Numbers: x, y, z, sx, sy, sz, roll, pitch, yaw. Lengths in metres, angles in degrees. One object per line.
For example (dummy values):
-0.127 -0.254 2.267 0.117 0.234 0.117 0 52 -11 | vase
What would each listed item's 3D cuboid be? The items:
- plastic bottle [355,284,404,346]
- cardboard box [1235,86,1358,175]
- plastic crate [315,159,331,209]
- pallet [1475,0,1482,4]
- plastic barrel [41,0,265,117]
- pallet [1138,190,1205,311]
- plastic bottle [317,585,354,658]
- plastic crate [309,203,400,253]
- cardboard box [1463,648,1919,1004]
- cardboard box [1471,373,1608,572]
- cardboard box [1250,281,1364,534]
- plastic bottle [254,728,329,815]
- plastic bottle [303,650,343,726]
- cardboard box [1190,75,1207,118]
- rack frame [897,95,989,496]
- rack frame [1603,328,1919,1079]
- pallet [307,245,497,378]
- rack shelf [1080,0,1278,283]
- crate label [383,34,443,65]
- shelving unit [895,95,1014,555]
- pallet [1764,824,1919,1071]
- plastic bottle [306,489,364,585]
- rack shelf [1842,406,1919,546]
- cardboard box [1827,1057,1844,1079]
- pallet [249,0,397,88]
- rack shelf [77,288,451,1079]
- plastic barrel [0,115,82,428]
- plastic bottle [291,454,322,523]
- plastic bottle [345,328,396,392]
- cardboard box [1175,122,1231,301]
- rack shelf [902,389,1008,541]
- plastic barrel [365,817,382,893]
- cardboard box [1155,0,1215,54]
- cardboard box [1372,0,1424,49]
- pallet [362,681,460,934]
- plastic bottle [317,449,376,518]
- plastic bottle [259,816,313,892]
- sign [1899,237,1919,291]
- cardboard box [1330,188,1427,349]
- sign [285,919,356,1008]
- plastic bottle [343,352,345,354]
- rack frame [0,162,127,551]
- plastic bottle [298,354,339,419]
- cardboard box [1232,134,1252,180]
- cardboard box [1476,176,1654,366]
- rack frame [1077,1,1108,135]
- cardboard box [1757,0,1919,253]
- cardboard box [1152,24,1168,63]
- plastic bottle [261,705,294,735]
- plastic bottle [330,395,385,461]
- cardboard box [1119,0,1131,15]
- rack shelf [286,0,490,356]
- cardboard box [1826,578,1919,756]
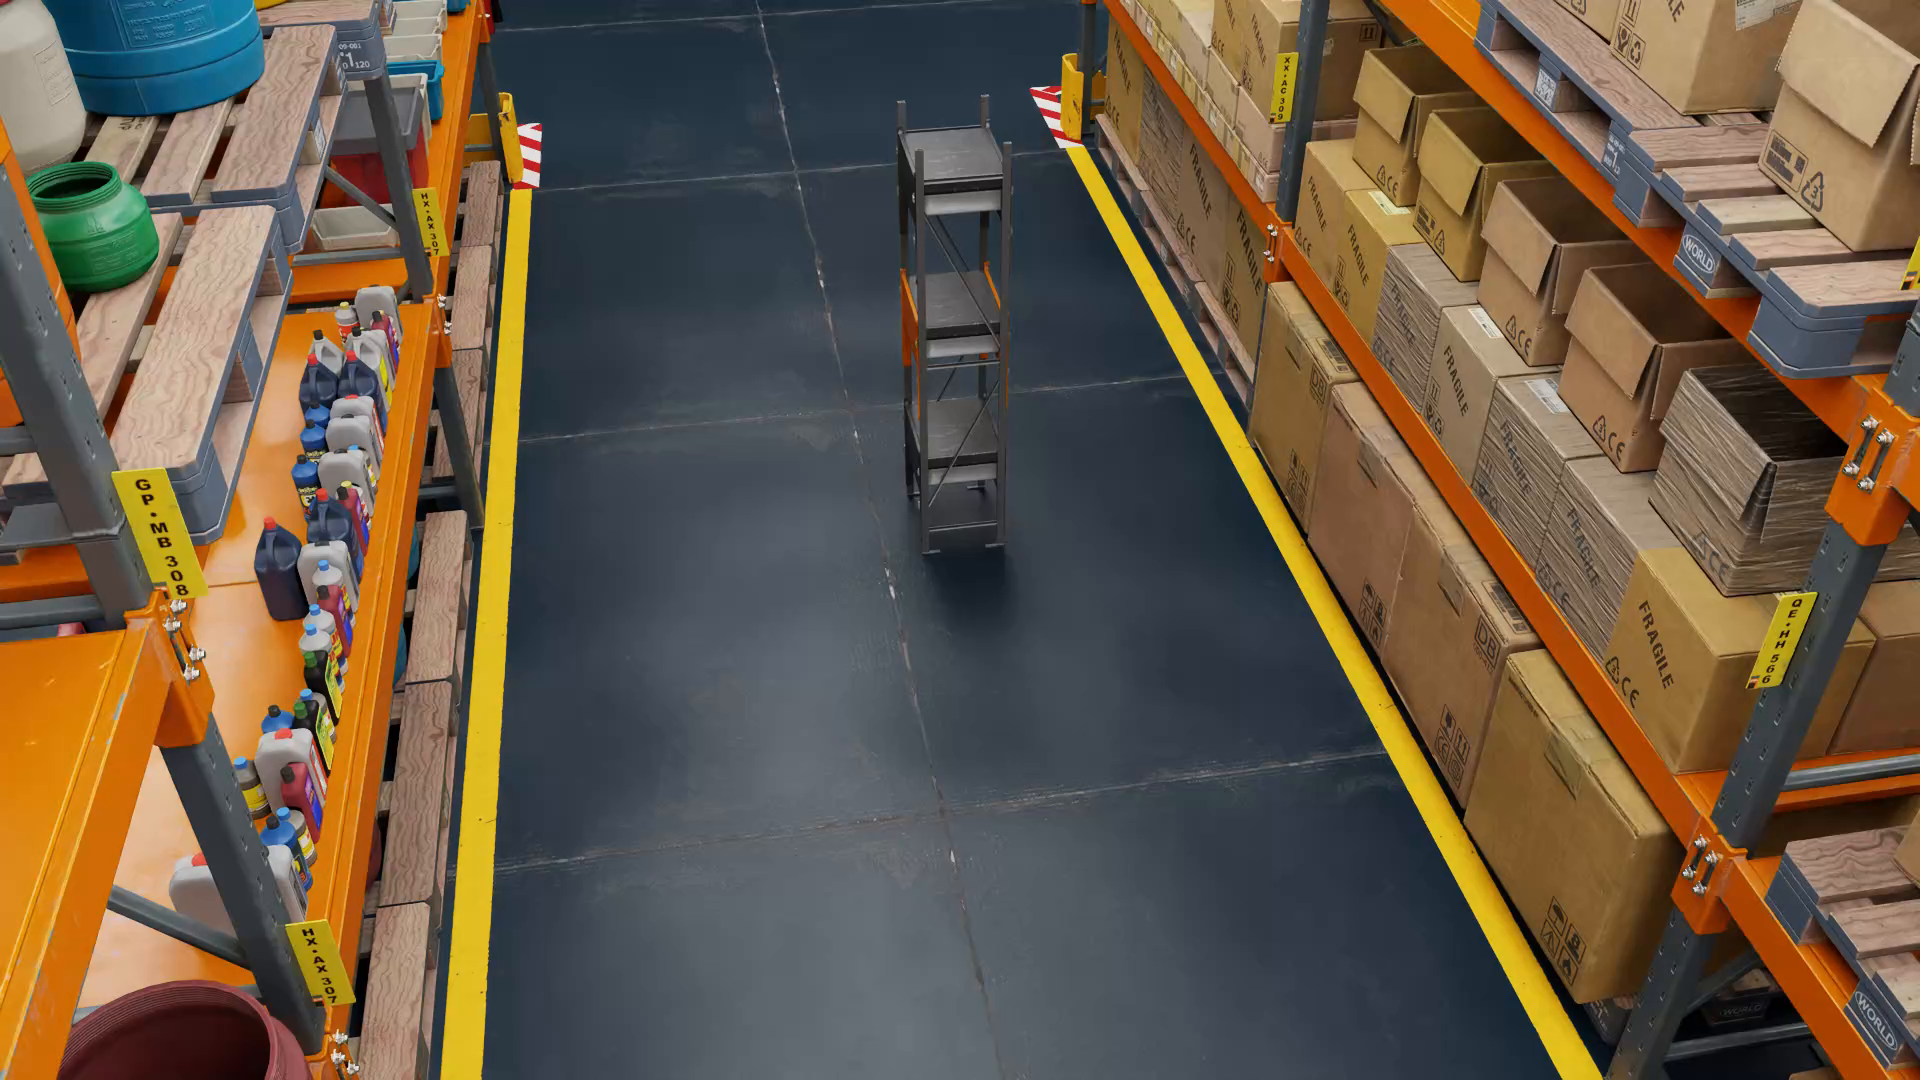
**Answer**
-2.465 -0.965 7.049 0.152 0.276 0.135 -6 38 -8 | plastic bottle
1.688 -2.047 8.220 0.500 0.250 0.500 -7 38 -9 | cardboard box
-3.313 -1.780 8.171 0.437 0.125 0.590 -6 38 -8 | plastic crate
2.233 -2.311 6.390 0.805 0.209 1.217 -8 39 -10 | pallet
-2.403 -1.752 4.764 0.600 0.901 0.708 -6 38 -8 | plastic barrel
1.750 -1.855 10.366 1.003 0.211 1.213 -6 38 -8 | pallet
-2.066 0.245 5.484 0.061 0.283 0.133 -6 38 -8 | plastic bottle
-2.793 -1.434 7.716 0.396 0.136 0.243 -6 38 -8 | plastic crate
2.625 0.920 5.911 1.225 0.875 0.875 -8 39 -10 | cardboard box
2.219 -0.260 5.959 0.500 0.500 0.500 -7 38 -9 | cardboard box
2.156 -0.693 7.986 1.225 0.875 0.875 -6 38 -8 | cardboard box
-1.990 0.672 4.941 0.152 0.276 0.135 -6 38 -8 | plastic bottle
-2.009 0.444 5.229 0.061 0.283 0.133 -6 38 -8 | plastic bottle
1.467 -2.422 9.027 0.380 0.149 0.250 -6 38 -7 | cardboard box
-0.072 -1.077 7.824 0.400 2.100 0.015 -6 38 -8 | rack frame
2.725 0.666 4.848 1.000 3.000 0.127 -6 38 -8 | rack frame
-3.237 -1.295 9.645 1.003 0.211 1.213 -6 38 -8 | pallet
1.673 -2.674 9.734 1.077 0.370 4.000 -6 38 -8 | rack shelf
-3.123 -2.738 9.395 0.396 0.136 0.243 -6 38 -8 | crate label
-0.029 -0.929 7.634 0.431 2.100 0.503 -6 38 -8 | shelving unit
2.955 1.160 4.368 1.213 0.211 1.003 -6 38 -8 | pallet
-2.176 -0.013 5.762 0.144 0.351 0.185 -6 38 -8 | plastic bottle
3.076 0.973 2.594 1.077 0.370 4.000 -6 38 -8 | rack shelf
2.872 1.584 4.733 0.500 0.250 0.500 -5 38 -6 | cardboard box
-2.619 -1.865 5.814 1.213 0.211 1.003 -6 38 -8 | pallet
-2.502 0.274 5.938 1.077 0.370 4.000 -6 38 -8 | rack shelf
-2.248 -0.665 3.423 0.600 0.830 0.708 -6 38 -8 | plastic barrel
-2.368 -0.192 6.057 0.097 0.271 0.097 0 38 0 | plastic bottle
-2.401 -0.745 6.765 0.152 0.276 0.135 -6 38 -8 | plastic bottle
1.829 -2.028 9.705 0.875 0.875 0.875 -6 38 -8 | cardboard box
-0.029 -0.366 8.072 0.431 0.518 0.480 -6 38 -8 | rack shelf
-2.452 1.009 6.029 0.600 0.588 0.708 -6 38 -8 | plastic barrel
1.420 -2.974 9.413 0.500 0.250 0.500 -7 38 -9 | cardboard box
2.192 -2.422 8.090 0.500 0.500 0.500 -6 38 -8 | cardboard box
-2.541 1.093 6.572 1.003 0.211 1.213 -6 38 -8 | pallet
-2.248 -0.219 6.088 0.152 0.276 0.135 -6 38 -8 | plastic bottle
-1.902 0.880 4.677 0.097 0.271 0.097 0 38 0 | plastic bottle
2.177 -0.700 3.674 0.100 0.325 0.005 -6 38 -8 | sign
1.947 -1.182 7.144 0.500 0.500 0.500 -6 38 -8 | cardboard box
-1.611 1.071 4.194 0.100 0.325 0.005 -6 38 -8 | sign
-2.521 -0.691 6.756 0.097 0.201 0.097 0 38 0 | plastic bottle
-2.151 -1.171 2.322 1.000 3.000 0.127 -6 38 -8 | rack frame
-2.479 -0.551 6.454 0.144 0.351 0.185 -6 38 -8 | plastic bottle
1.602 -1.956 8.427 0.380 0.149 0.250 -6 38 -7 | cardboard box
2.377 -1.012 6.108 0.797 0.503 0.637 -5 38 -6 | cardboard box
1.323 -4.166 11.068 1.000 3.000 0.127 -6 38 -8 | rack frame
2.547 -1.086 4.232 0.797 0.503 0.637 -4 38 -5 | cardboard box
1.331 -2.888 9.628 0.380 0.149 0.250 -7 38 -9 | cardboard box
-2.043 0.607 5.028 0.097 0.271 0.097 0 38 0 | plastic bottle
-2.313 -0.440 6.373 0.152 0.276 0.135 -6 38 -8 | plastic bottle
1.198 -3.350 10.222 0.380 0.149 0.250 -7 38 -9 | cardboard box
-3.203 -2.142 9.048 1.077 0.370 4.000 -6 38 -8 | rack shelf
2.908 0.303 5.233 0.500 0.500 0.500 -5 38 -7 | cardboard box
